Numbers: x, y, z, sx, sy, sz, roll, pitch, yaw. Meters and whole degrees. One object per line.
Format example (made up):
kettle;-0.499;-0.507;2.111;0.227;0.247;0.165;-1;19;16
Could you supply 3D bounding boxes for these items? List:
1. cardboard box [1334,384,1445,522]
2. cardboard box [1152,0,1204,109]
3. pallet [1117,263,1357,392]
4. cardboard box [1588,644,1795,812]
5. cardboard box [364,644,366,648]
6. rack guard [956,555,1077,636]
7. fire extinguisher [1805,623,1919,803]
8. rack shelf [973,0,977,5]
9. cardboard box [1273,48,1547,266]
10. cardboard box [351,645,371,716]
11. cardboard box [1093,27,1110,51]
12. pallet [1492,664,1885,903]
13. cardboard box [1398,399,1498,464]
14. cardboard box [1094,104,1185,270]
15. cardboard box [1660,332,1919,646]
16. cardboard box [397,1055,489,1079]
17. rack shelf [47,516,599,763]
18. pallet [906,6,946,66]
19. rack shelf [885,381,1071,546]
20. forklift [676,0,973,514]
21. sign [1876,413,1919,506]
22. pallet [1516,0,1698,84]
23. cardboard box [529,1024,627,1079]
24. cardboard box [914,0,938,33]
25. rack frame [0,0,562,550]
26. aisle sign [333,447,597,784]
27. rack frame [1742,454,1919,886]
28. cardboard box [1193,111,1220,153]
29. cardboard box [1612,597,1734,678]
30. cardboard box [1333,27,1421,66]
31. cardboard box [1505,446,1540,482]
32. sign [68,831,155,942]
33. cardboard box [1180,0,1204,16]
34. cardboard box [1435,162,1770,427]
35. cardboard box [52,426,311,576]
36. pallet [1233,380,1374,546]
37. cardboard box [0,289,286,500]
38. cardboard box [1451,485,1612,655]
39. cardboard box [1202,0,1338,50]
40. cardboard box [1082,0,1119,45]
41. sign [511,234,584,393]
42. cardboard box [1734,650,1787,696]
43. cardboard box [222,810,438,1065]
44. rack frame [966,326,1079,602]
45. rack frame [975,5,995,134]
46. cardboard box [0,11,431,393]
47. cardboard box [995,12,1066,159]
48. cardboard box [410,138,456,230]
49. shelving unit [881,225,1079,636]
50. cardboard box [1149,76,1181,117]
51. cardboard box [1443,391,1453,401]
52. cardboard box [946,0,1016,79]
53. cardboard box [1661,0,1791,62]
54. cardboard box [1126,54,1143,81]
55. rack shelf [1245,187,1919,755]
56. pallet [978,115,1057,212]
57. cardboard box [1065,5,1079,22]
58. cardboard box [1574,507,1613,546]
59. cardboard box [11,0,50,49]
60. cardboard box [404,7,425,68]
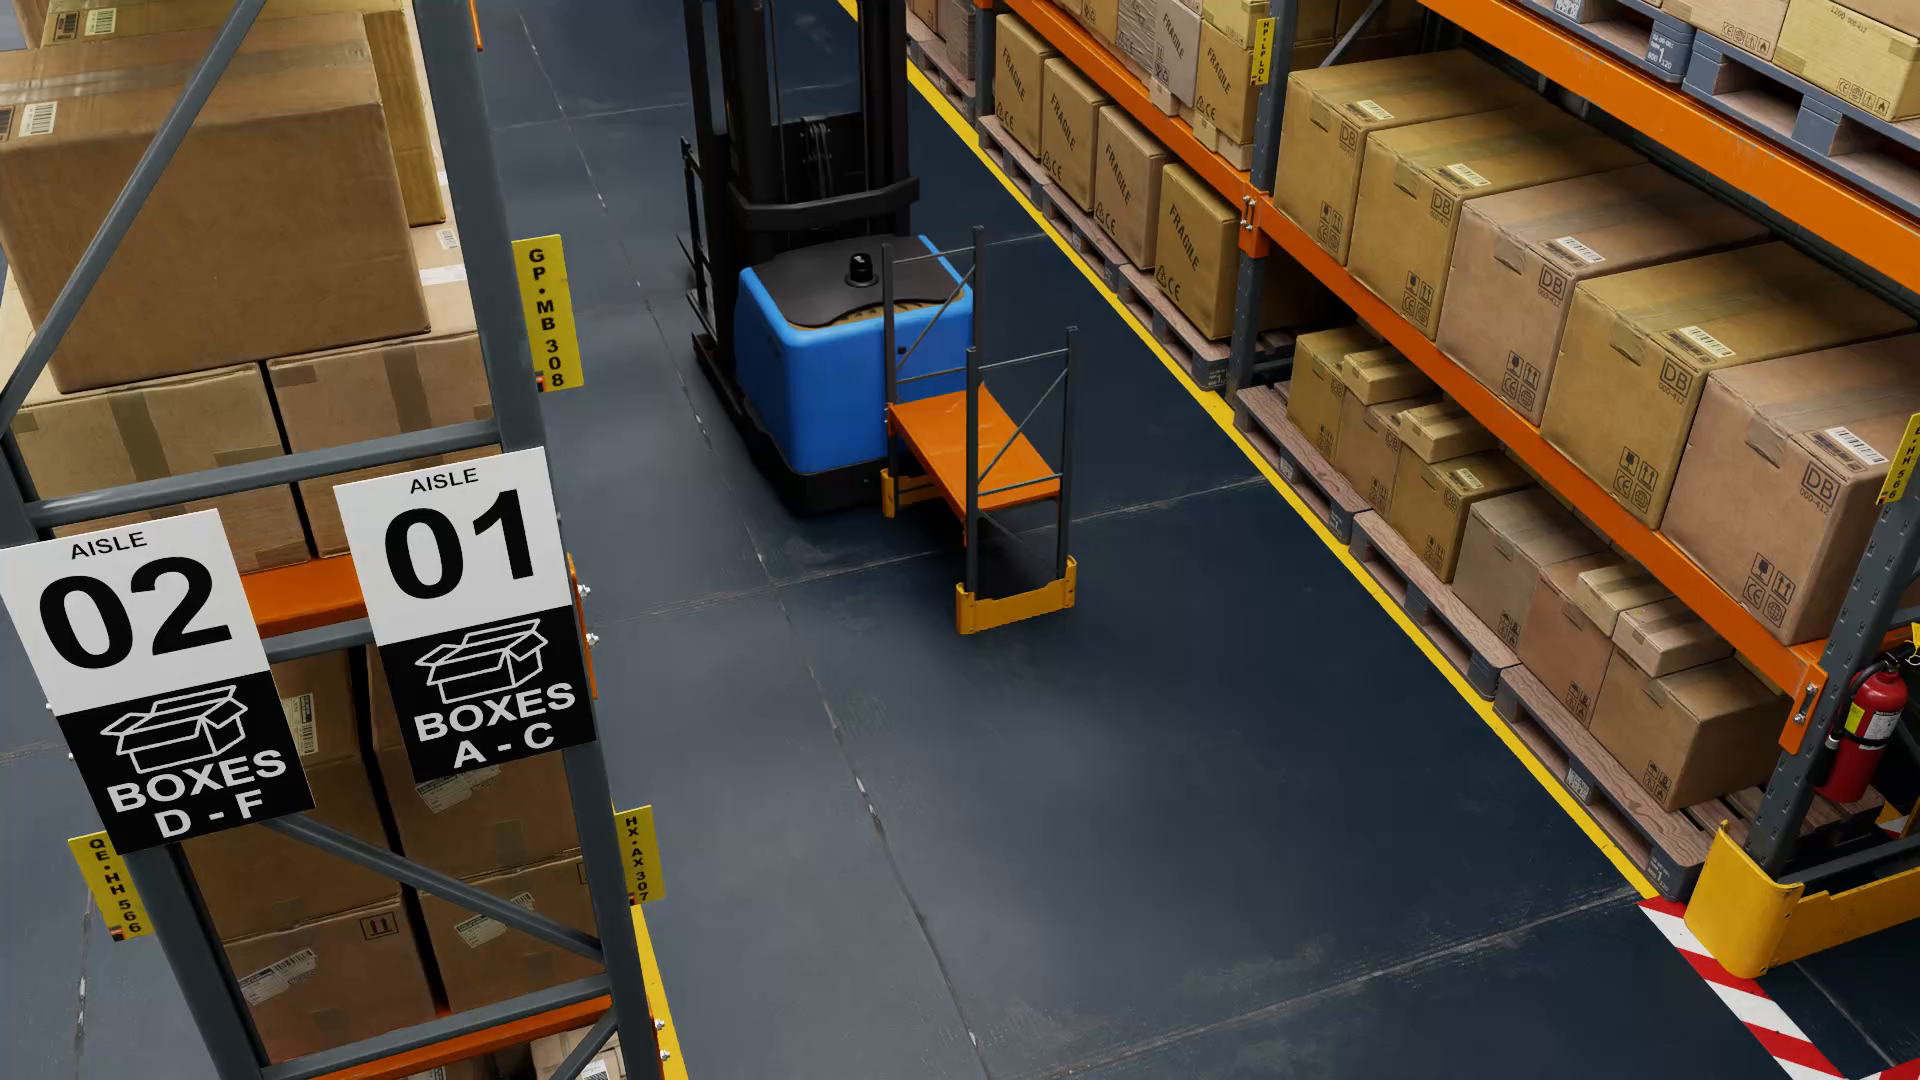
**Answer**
cardboard box;2.308;-0.494;8.202;0.700;0.500;0.500;-13;39;-16
cardboard box;1.397;-2.715;9.074;0.500;0.500;0.500;-12;39;-16
pallet;1.641;-1.360;9.940;1.003;0.211;1.213;-12;39;-16
cardboard box;3.019;0.663;6.666;0.700;0.500;0.500;-12;39;-16
cardboard box;-1.388;0.196;4.643;0.500;0.500;0.500;-12;39;-15
rack guard;0.262;0.259;7.759;0.587;0.250;0.087;-14;39;-18
fire extinguisher;2.972;0.567;5.439;0.296;0.674;0.183;-12;39;-16
rack shelf;-0.088;-5.155;13.259;1.077;0.370;4.000;-12;39;-16
cardboard box;2.148;-1.863;8.041;0.980;0.700;0.700;-12;39;-15
cardboard box;-1.882;0.315;4.485;0.500;0.500;0.500;-11;38;-15
cardboard box;1.034;-3.122;10.154;0.380;0.149;0.250;-12;39;-16
pallet;3.005;0.885;6.960;1.003;0.211;1.213;-12;39;-16
cardboard box;2.264;-0.512;7.686;0.380;0.149;0.250;-14;39;-17
cardboard box;1.323;-2.204;10.181;0.750;0.750;0.750;-11;38;-15
cardboard box;3.169;-0.199;5.833;0.980;0.700;0.700;-11;38;-14
cardboard box;-1.715;1.801;5.138;0.500;0.500;0.500;-12;39;-16
rack shelf;-1.985;-0.806;4.993;1.077;0.370;4.000;-12;39;-16
pallet;-0.083;-4.329;13.882;1.003;0.211;1.213;-12;39;-16
rack shelf;0.069;-0.379;7.866;0.538;0.185;1.000;-14;39;-18
forklift;-0.908;-2.189;8.780;1.130;2.935;3.031;-14;39;-18
sign;2.839;-0.246;4.985;0.100;0.325;0.005;-12;39;-16
pallet;2.665;-2.063;6.137;1.003;0.211;1.213;-12;39;-16
cardboard box;-1.204;1.741;5.495;0.380;0.166;0.250;-12;39;-16
cardboard box;0.038;-4.476;13.471;0.700;0.500;0.500;-13;39;-16
rack frame;-1.296;-1.162;2.374;1.000;3.000;0.127;-12;39;-16
aisle sign;-0.997;0.174;3.426;0.394;0.787;0.004;-12;39;-16
rack frame;3.354;0.207;5.543;1.000;3.000;0.127;-12;39;-16
cardboard box;1.486;-2.231;8.971;0.380;0.149;0.250;-12;39;-15
cardboard box;2.803;0.369;6.517;0.380;0.149;0.250;-13;39;-16
cardboard box;2.055;-2.532;8.832;0.500;0.500;0.500;-14;39;-17
cardboard box;2.725;-0.426;7.573;0.380;0.149;0.250;-13;39;-17
sign;-1.824;0.749;3.598;0.100;0.325;0.005;-12;39;-16
cardboard box;1.409;-3.021;8.858;0.500;0.250;0.500;-12;39;-15
cardboard box;2.654;-1.041;6.949;0.980;0.700;0.700;-14;39;-18
cardboard box;-1.721;-0.140;3.634;0.500;0.250;0.500;-12;39;-16
pallet;2.165;-0.493;8.790;1.003;0.211;1.213;-12;39;-16
cardboard box;-1.713;-0.341;3.486;0.500;0.250;0.500;-12;39;-16
cardboard box;2.673;0.096;7.419;0.700;0.500;0.500;-14;39;-17
cardboard box;1.576;-2.730;8.472;0.500;0.250;0.500;-12;38;-15
cardboard box;1.055;-3.281;9.826;0.500;0.500;0.500;-11;38;-15
sign;-0.787;-0.425;3.162;0.100;0.325;0.005;-12;39;-16
cardboard box;3.250;0.433;6.432;0.380;0.149;0.250;-12;39;-16
cardboard box;-1.706;0.998;4.410;0.500;0.500;0.500;-11;38;-15
rack frame;0.263;-0.240;7.382;0.500;1.500;0.032;-14;39;-18
rack frame;0.601;-4.313;11.543;1.000;3.000;0.127;-12;39;-16
cardboard box;-1.488;-0.690;3.326;0.700;0.500;0.500;-12;39;-16
cardboard box;0.730;-3.179;11.476;0.750;0.750;0.750;-13;39;-17
cardboard box;-1.394;-0.732;4.005;0.500;0.250;0.500;-12;39;-16
shelving unit;0.073;-0.518;7.751;0.587;1.500;1.083;-14;39;-18
cardboard box;1.293;-2.523;9.360;0.380;0.149;0.250;-12;39;-16
cardboard box;2.549;-0.715;7.956;0.380;0.149;0.250;-14;39;-17
cardboard box;0.304;-3.886;12.688;0.700;0.500;0.500;-12;39;-15
cardboard box;2.672;-1.792;5.396;0.500;0.250;0.500;-14;39;-18
cardboard box;1.199;-2.820;9.753;0.380;0.149;0.250;-13;39;-17
rack shelf;2.665;-0.636;7.259;1.077;0.370;4.000;-12;39;-16
pallet;0.801;-2.738;11.770;1.003;0.211;1.213;-12;39;-16
cardboard box;0.887;-3.413;10.541;0.380;0.149;0.250;-12;39;-15
cardboard box;2.901;-0.138;7.190;0.380;0.149;0.250;-12;39;-15
cardboard box;-1.854;-1.250;4.070;0.700;0.500;0.500;-12;39;-16
cardboard box;-1.740;-1.296;4.754;0.500;0.250;0.500;-12;39;-16
